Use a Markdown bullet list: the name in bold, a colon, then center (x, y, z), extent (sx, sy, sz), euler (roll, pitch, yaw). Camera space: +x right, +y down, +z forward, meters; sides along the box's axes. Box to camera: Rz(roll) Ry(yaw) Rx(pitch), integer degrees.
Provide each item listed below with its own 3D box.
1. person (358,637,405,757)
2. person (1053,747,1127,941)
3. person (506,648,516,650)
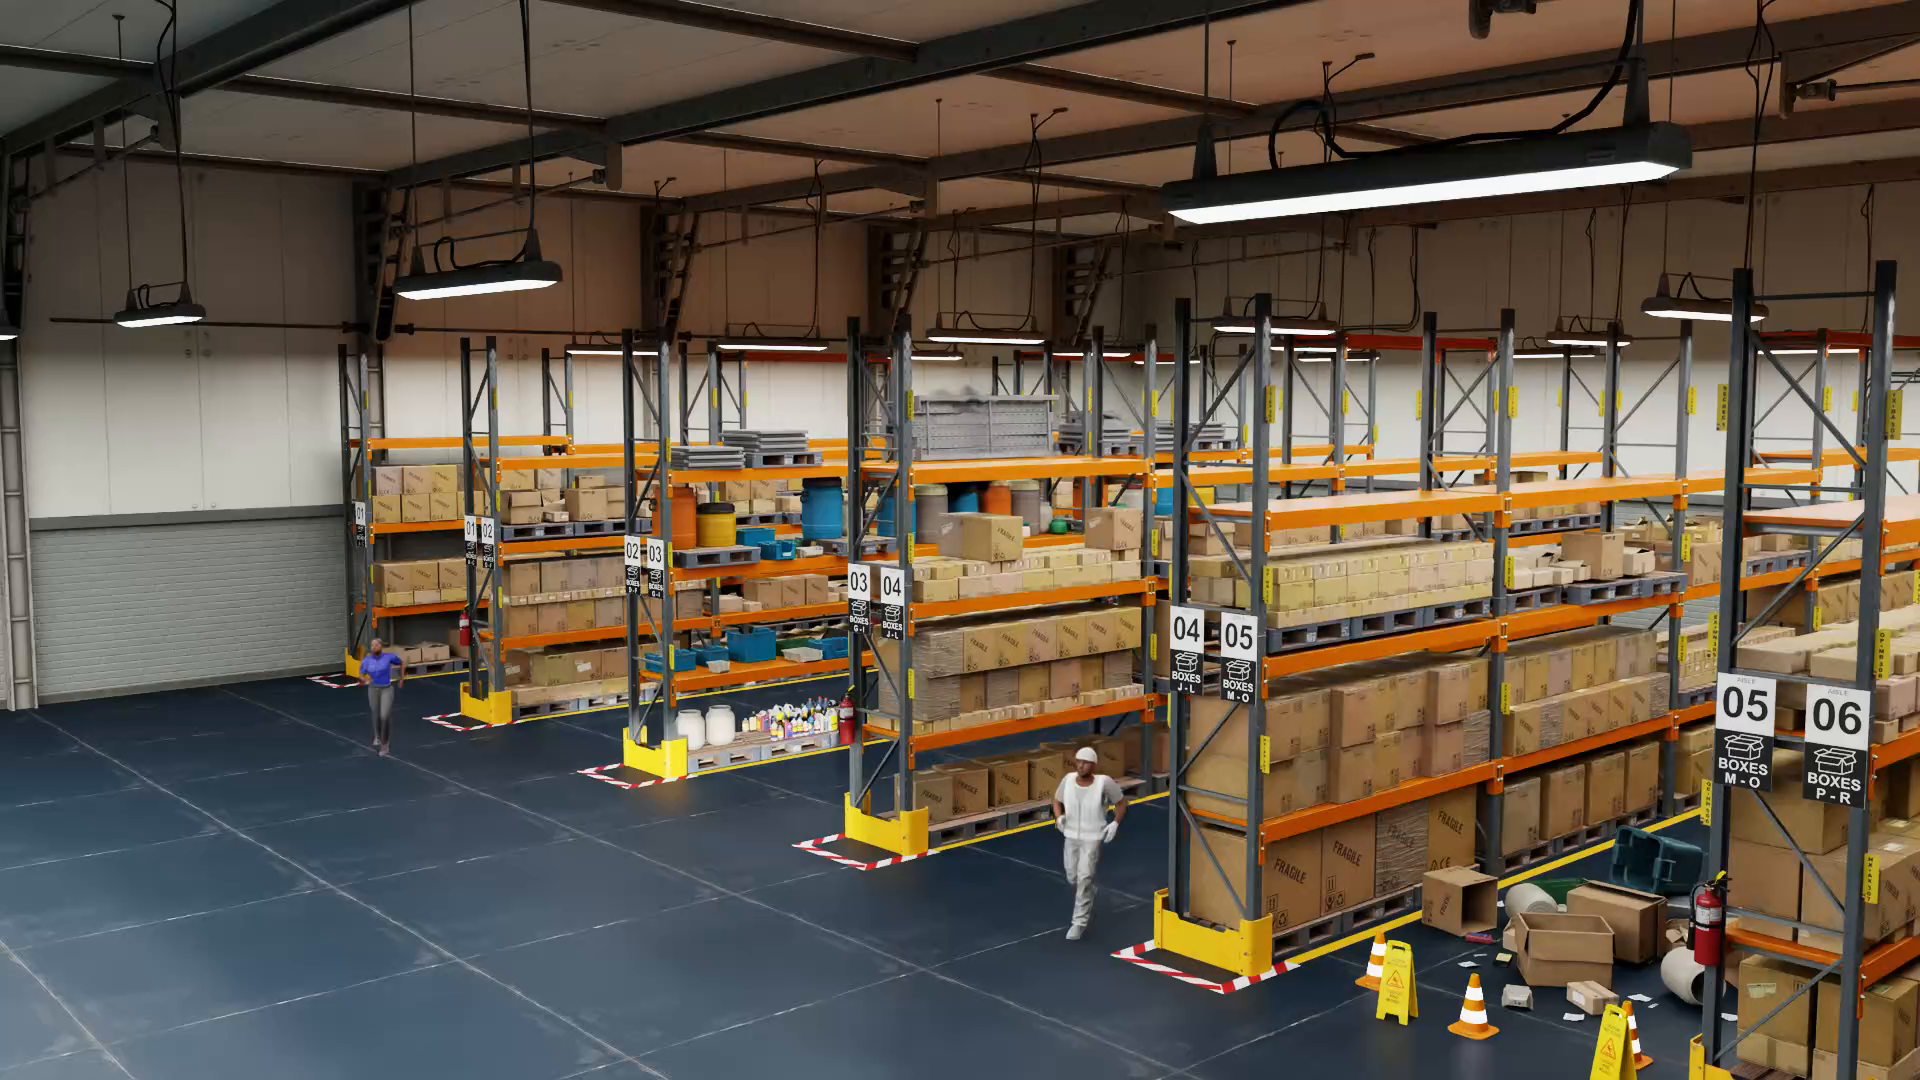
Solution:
- **person**: center (-8.263, 2.222, 23.777), extent (0.583, 1.696, 0.881), euler (-1, 5, -7)
- **person**: center (1.221, 2.858, 15.960), extent (0.709, 1.790, 0.835), euler (3, 6, 27)
- **person**: center (-7.632, 1.727, 28.235), extent (0.653, 1.827, 0.871), euler (4, 7, 39)
